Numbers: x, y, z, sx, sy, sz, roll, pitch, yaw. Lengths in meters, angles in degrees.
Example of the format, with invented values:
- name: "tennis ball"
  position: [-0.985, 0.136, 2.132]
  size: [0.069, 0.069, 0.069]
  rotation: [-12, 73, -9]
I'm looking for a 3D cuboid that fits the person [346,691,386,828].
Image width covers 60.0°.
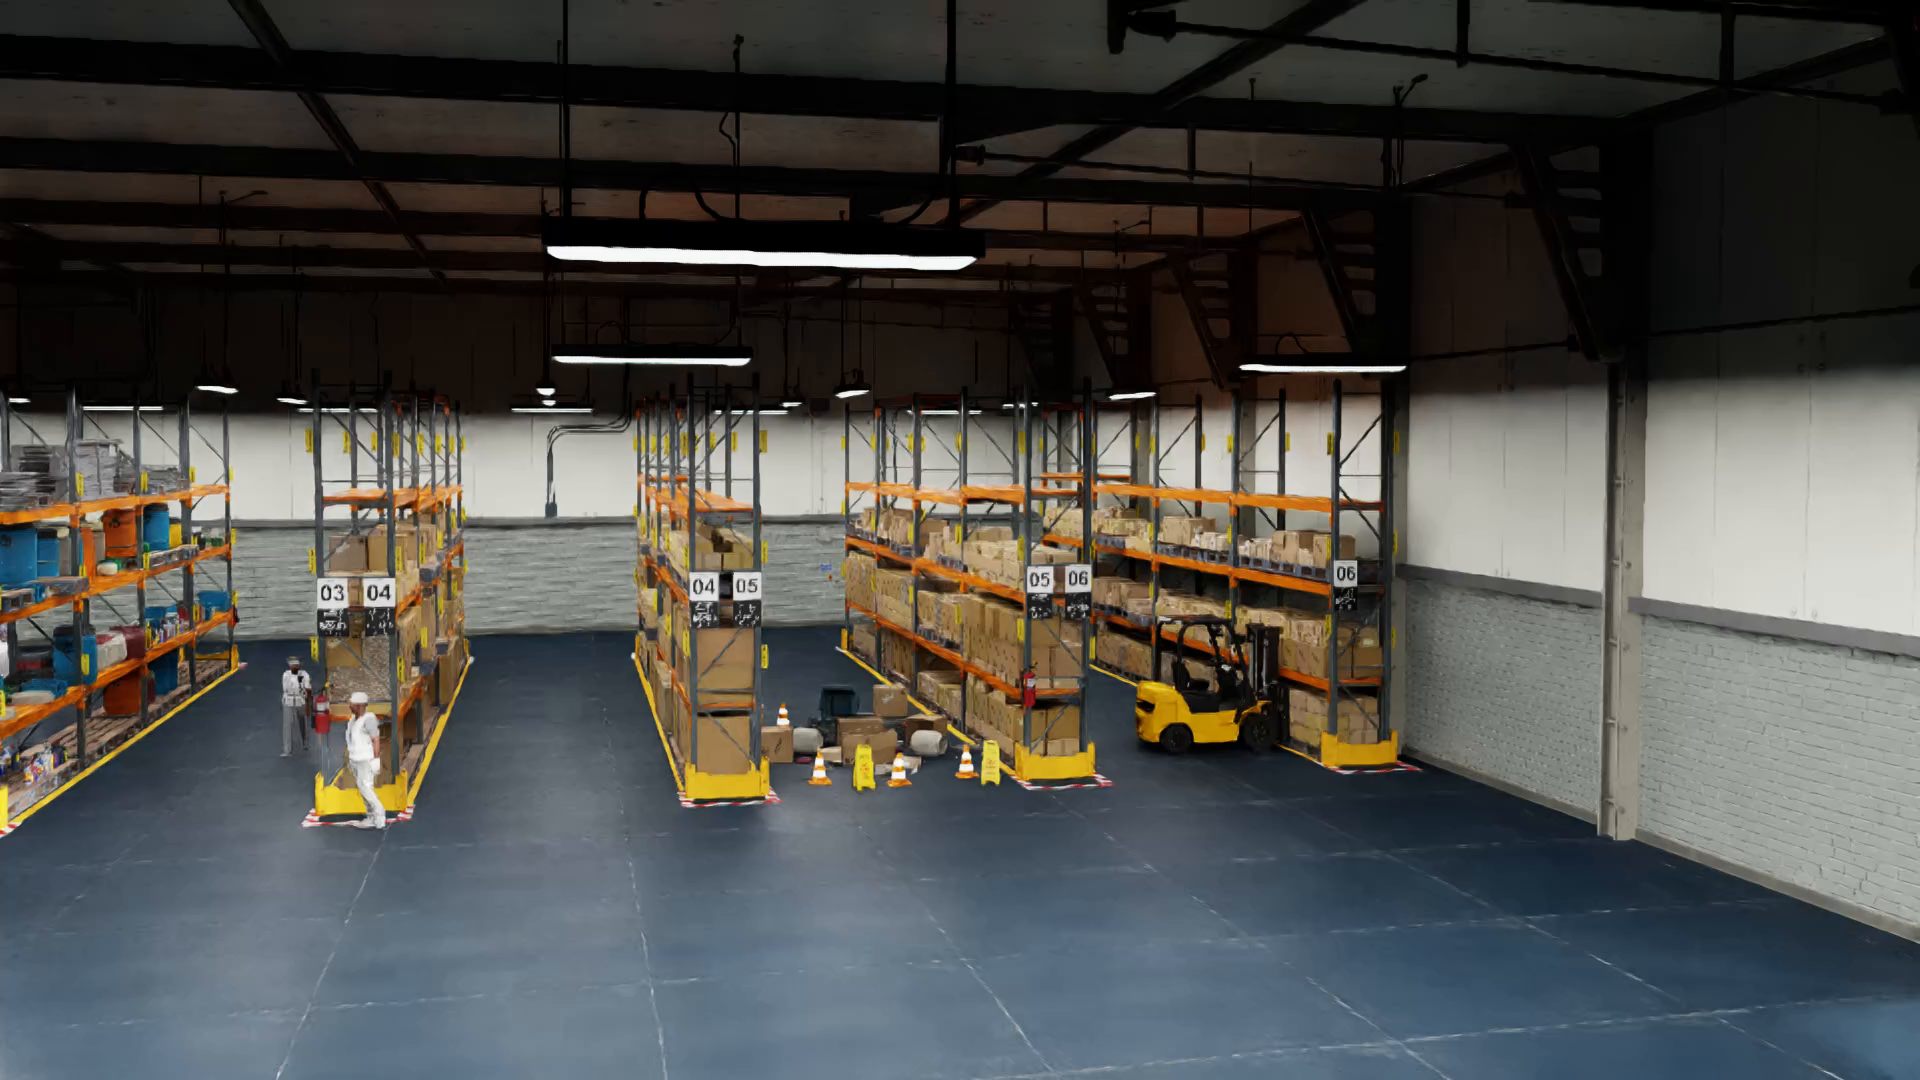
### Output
- name: "person"
  position: [-7.719, 2.854, 21.610]
  size: [0.652, 1.780, 0.398]
  rotation: [3, 5, 44]

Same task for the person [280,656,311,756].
- name: "person"
  position: [-10.687, 2.644, 26.794]
  size: [0.445, 1.587, 1.091]
  rotation: [-1, 3, -15]

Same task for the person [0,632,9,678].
- name: "person"
  position: [-17.094, 2.430, 29.524]
  size: [0.598, 1.698, 1.194]
  rotation: [-1, 3, -12]

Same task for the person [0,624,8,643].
- name: "person"
  position: [-19.548, 2.270, 33.655]
  size: [0.625, 1.596, 0.517]
  rotation: [-1, 3, -16]
